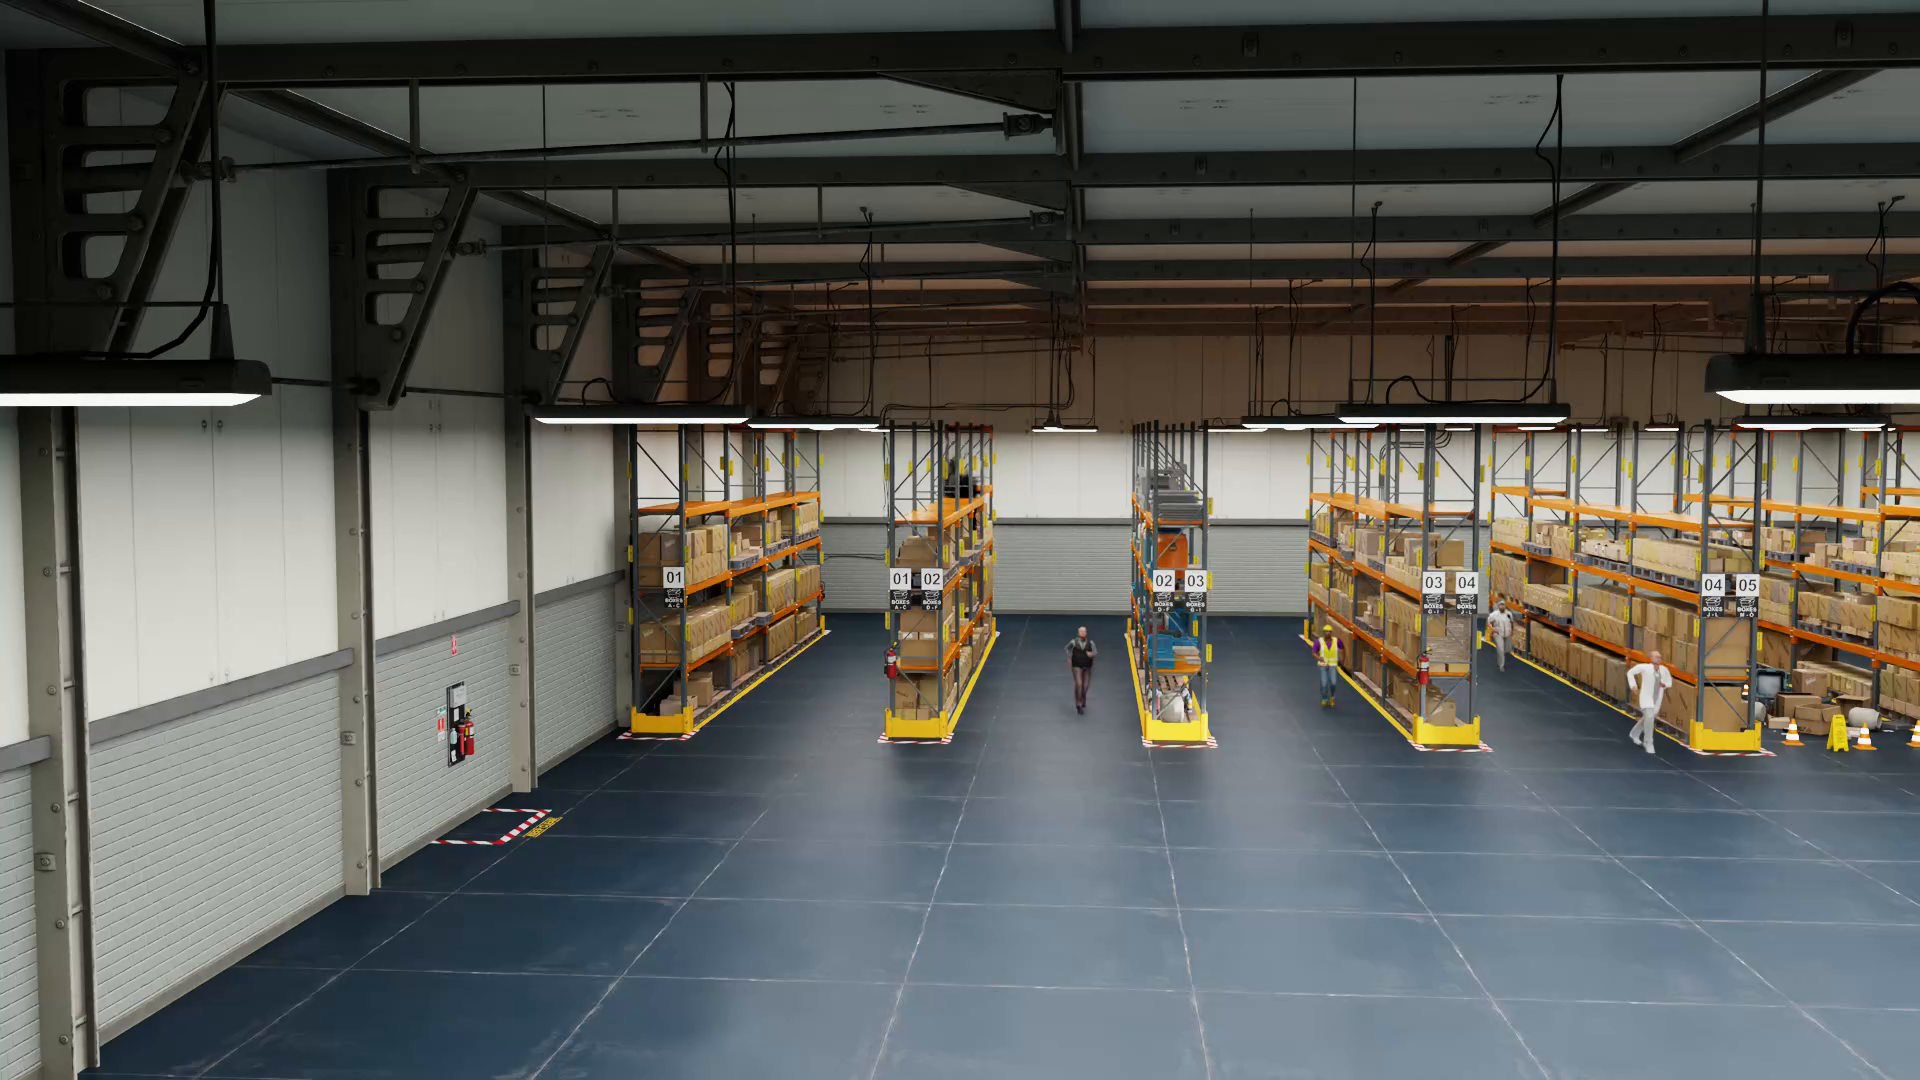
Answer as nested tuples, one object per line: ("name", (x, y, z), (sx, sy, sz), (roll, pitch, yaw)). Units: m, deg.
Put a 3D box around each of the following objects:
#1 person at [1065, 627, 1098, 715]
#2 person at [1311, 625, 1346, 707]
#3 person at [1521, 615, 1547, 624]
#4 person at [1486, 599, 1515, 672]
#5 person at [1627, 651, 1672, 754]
("person", (2.521, 2.680, 34.392), (0.635, 1.777, 0.801), (-1, 4, -10))
("person", (7.729, 2.648, 34.823), (0.729, 1.747, 0.643), (0, 4, 6))
("person", (16.293, 1.833, 47.495), (1.079, 1.742, 0.724), (0, 4, 6))
("person", (13.193, 2.305, 40.528), (0.690, 1.752, 0.636), (0, 4, -2))
("person", (12.598, 2.927, 30.308), (0.716, 1.810, 0.954), (-1, 4, -12))
